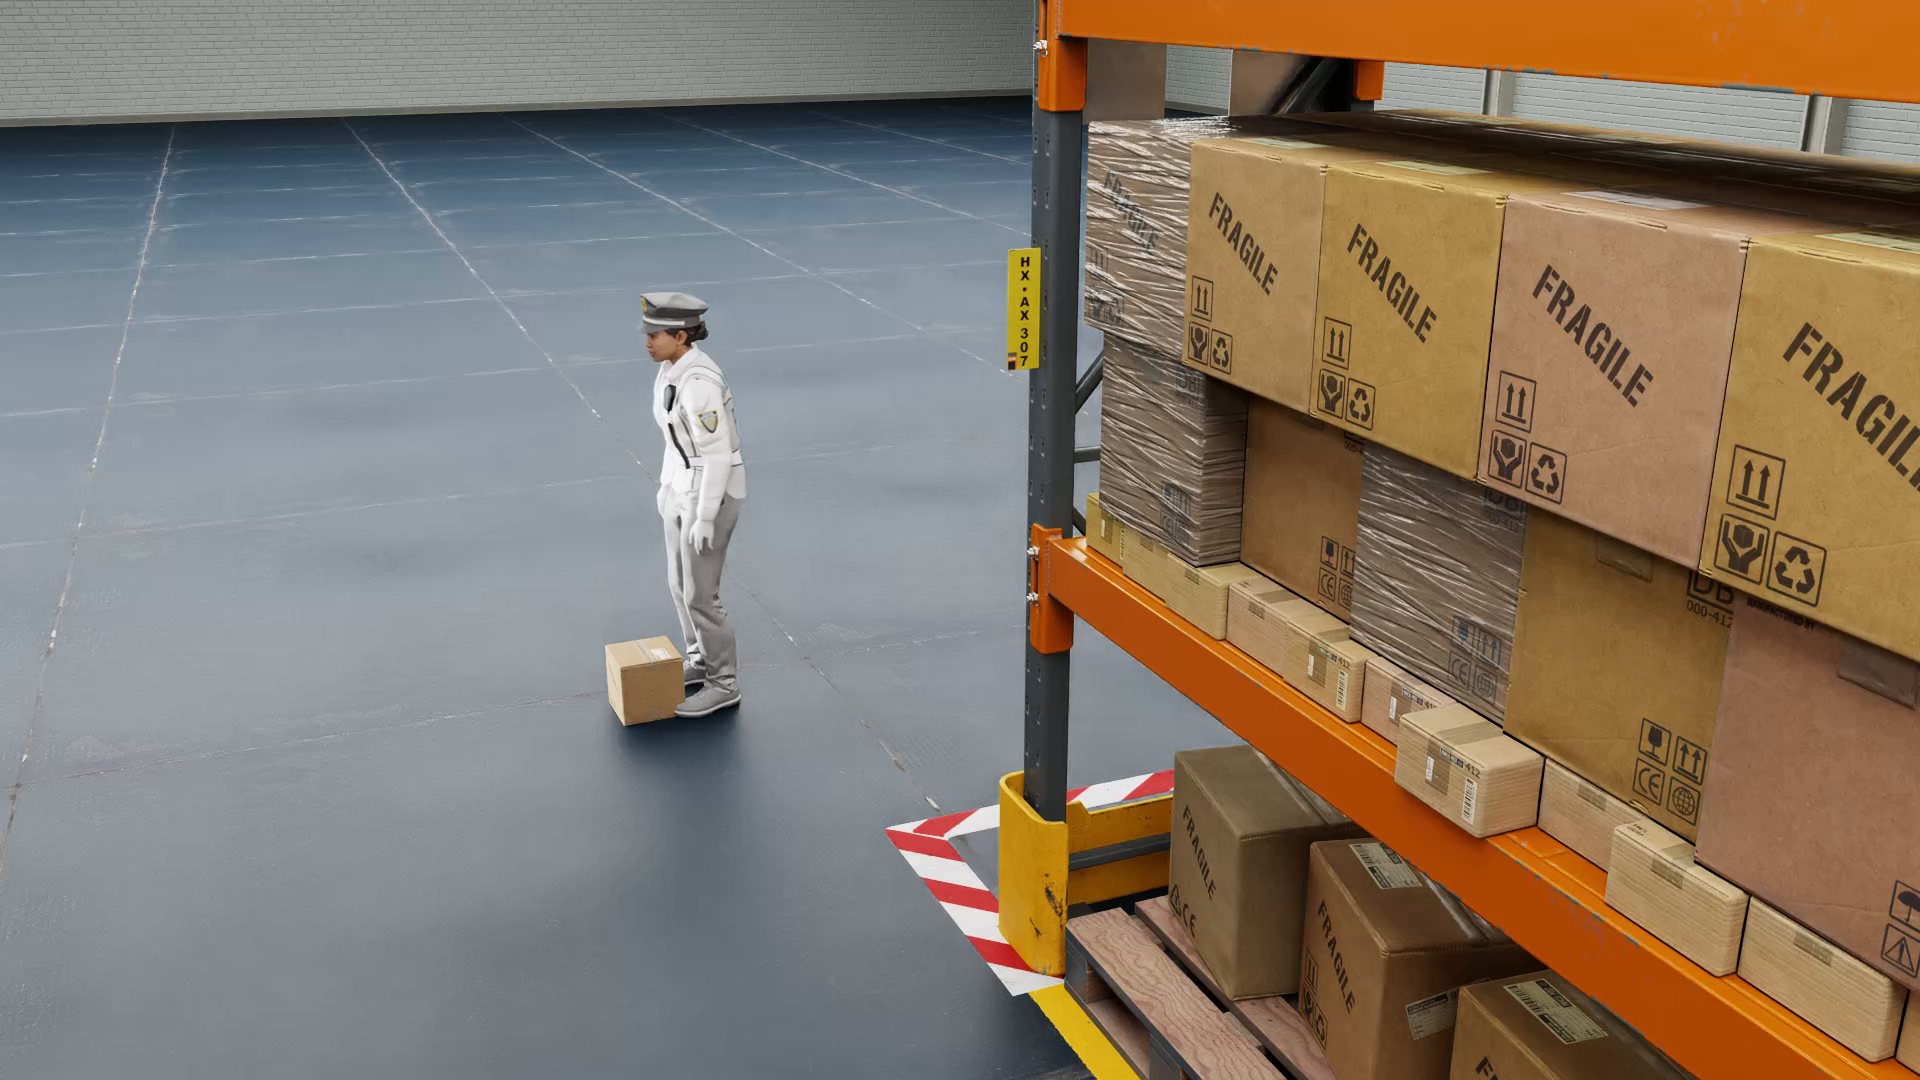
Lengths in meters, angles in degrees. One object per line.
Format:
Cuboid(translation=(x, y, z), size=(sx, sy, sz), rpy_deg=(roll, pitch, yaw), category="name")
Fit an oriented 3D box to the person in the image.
Cuboid(translation=(-1.031, -0.142, 6.468), size=(0.372, 1.665, 0.543), rpy_deg=(-9, 21, -24), category="person")
